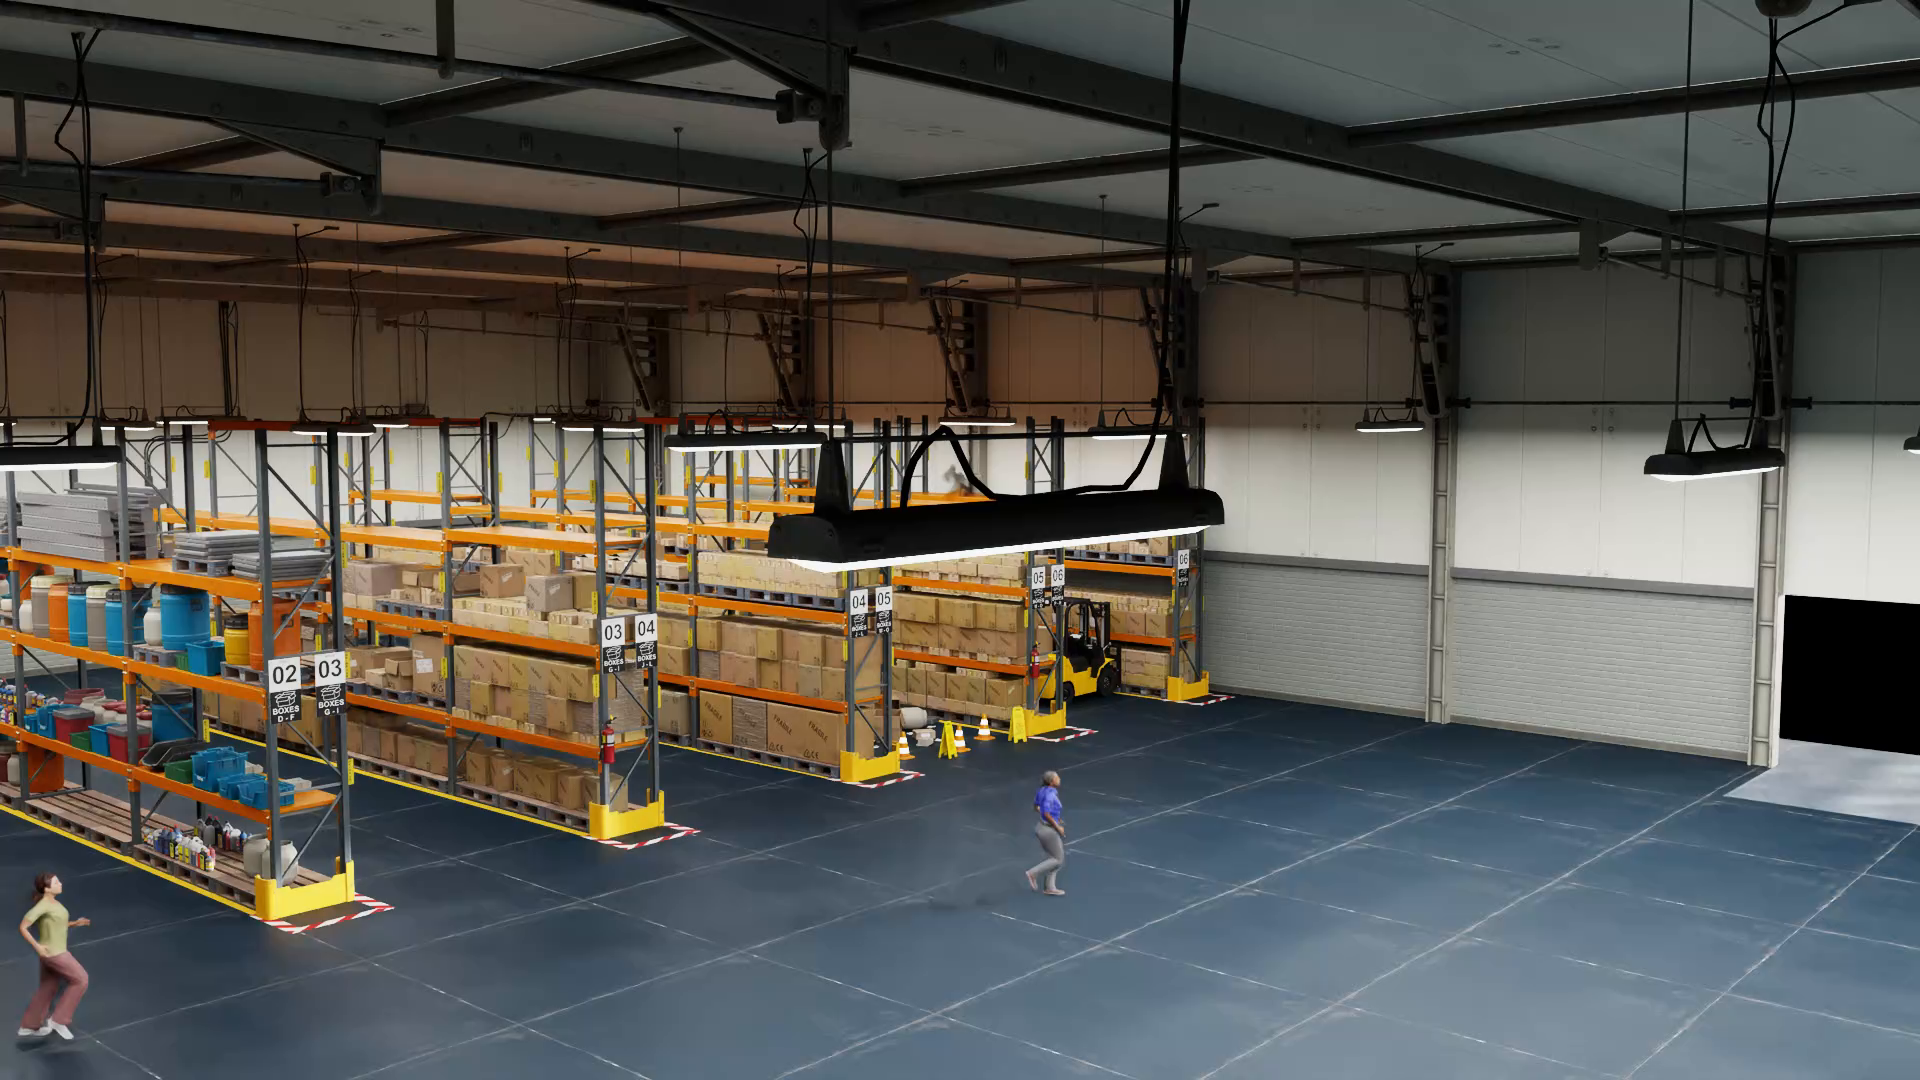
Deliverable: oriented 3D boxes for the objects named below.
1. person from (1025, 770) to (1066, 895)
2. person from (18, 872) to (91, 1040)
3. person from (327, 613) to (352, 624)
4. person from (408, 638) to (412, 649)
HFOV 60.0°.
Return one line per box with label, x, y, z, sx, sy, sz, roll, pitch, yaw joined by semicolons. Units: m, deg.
person;1.114;3.803;21.356;0.551;1.547;0.576;-1;5;-16
person;-8.998;4.125;16.504;0.683;1.684;0.545;-2;5;-26
person;-14.661;2.179;39.262;0.648;1.857;0.764;2;5;22
person;-13.274;2.123;40.964;0.576;1.680;1.008;4;6;40
